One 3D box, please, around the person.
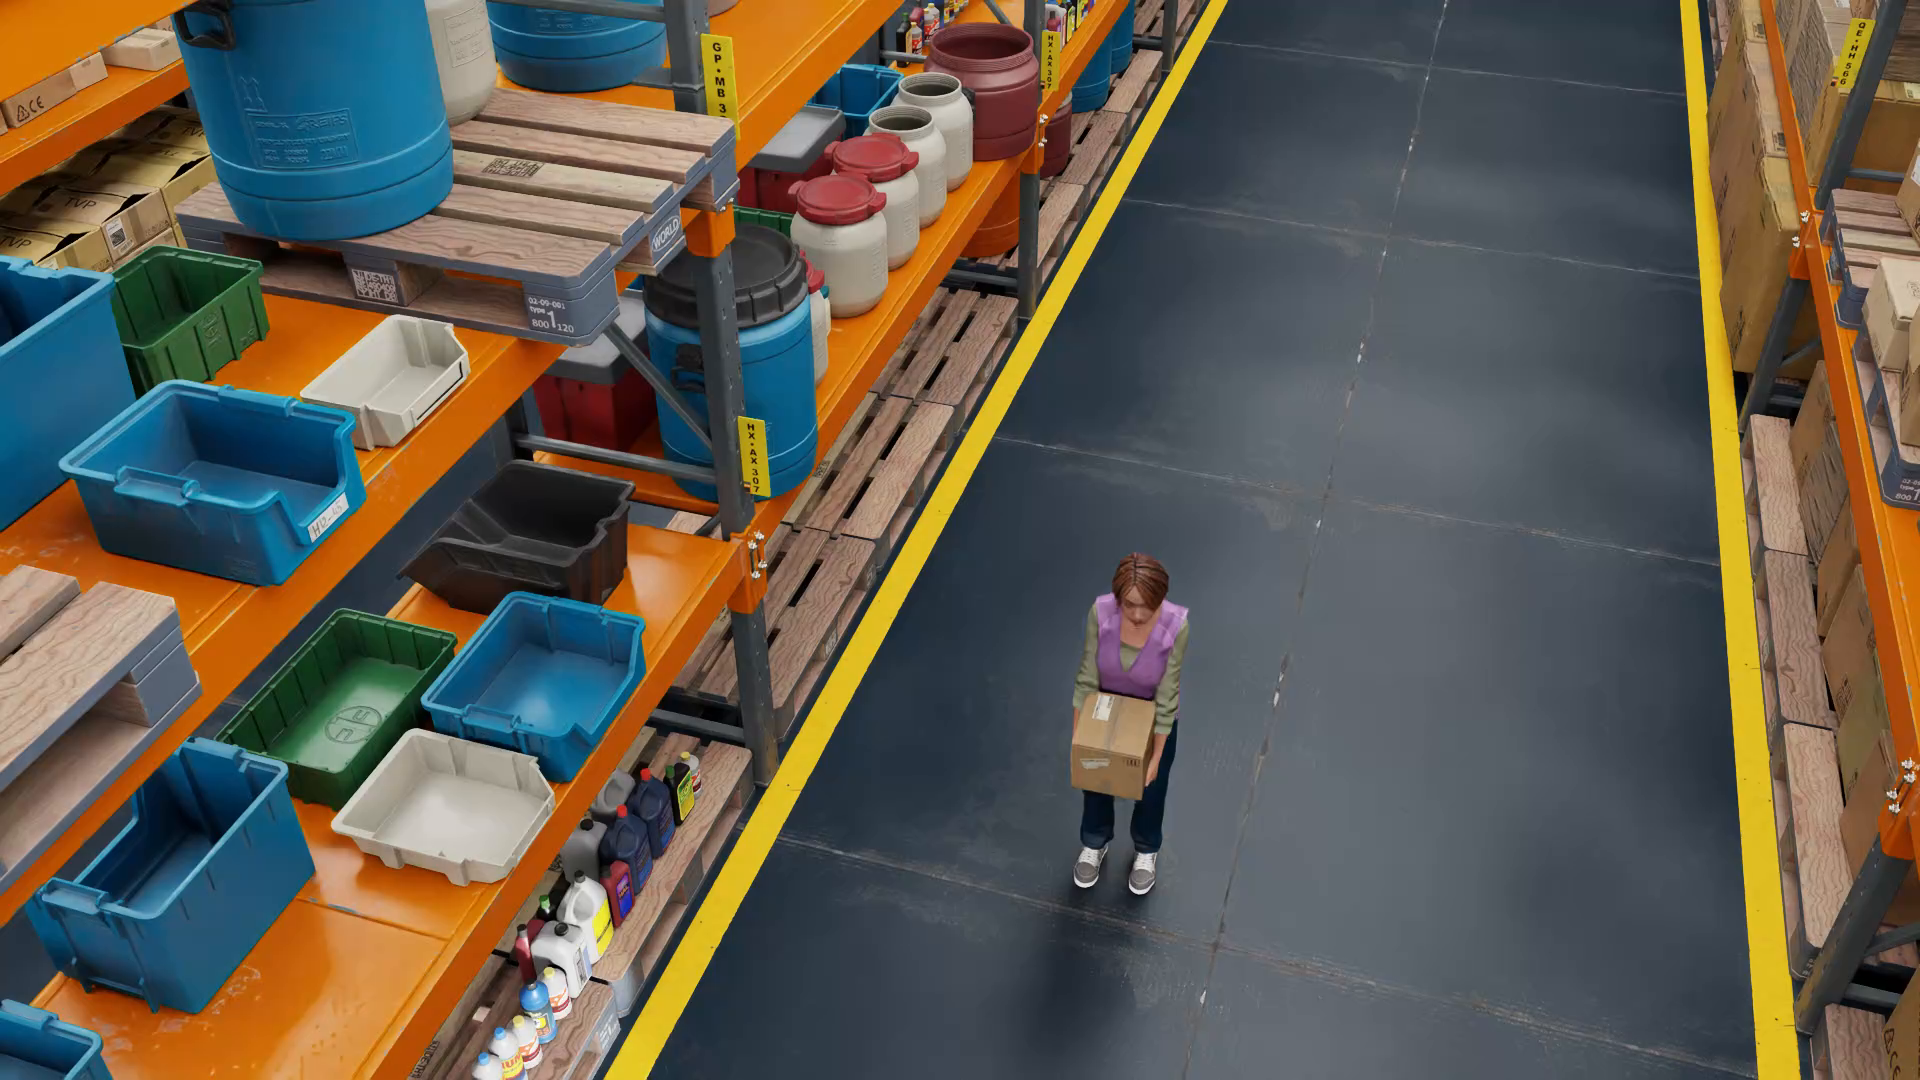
[{"bbox_3d":[0.602,0.686,6.019,0.373,1.586,0.518,10,39,13],"label":"person"}]
